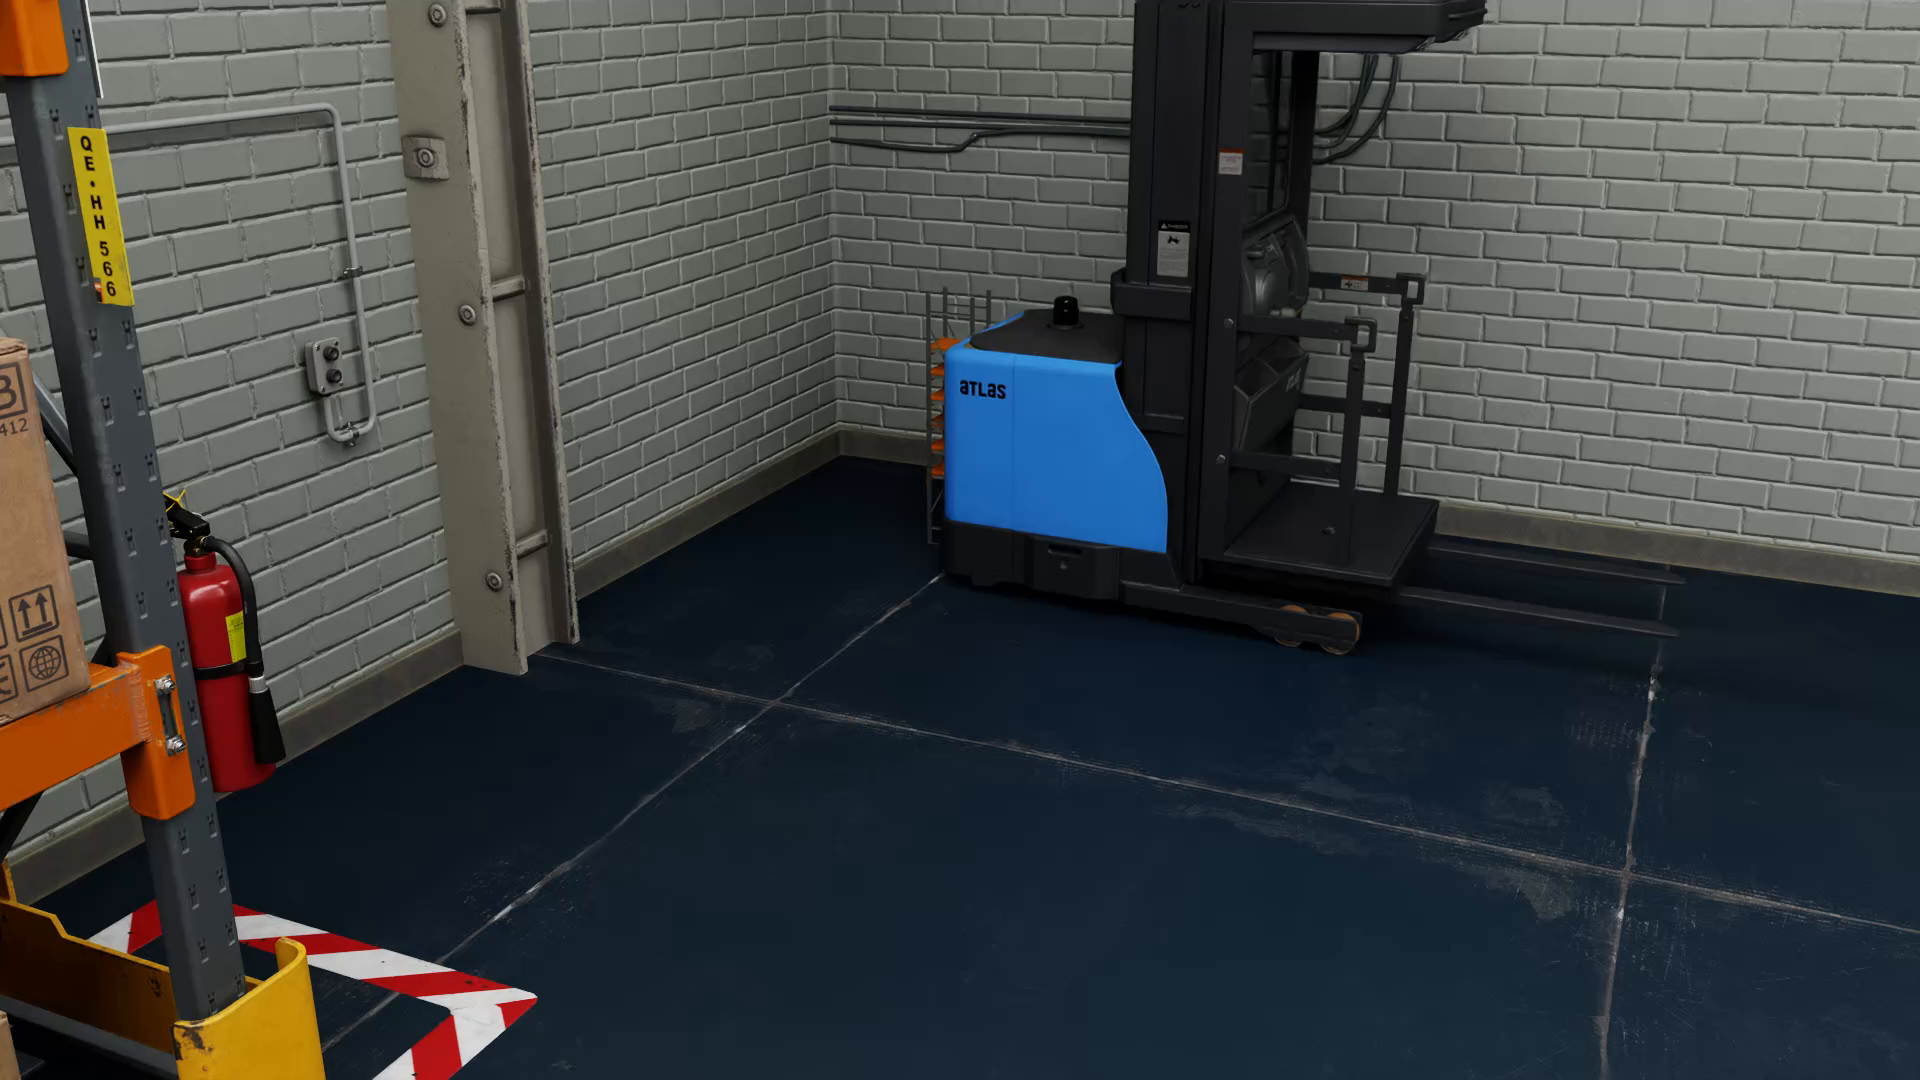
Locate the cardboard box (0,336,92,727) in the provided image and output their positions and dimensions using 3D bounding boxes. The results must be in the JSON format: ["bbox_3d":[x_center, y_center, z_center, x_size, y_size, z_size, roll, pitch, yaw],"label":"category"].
[{"bbox_3d":[-2.292,-0.006,3.062,0.980,0.700,0.700,10,22,25],"label":"cardboard box"}]

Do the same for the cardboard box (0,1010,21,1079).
[{"bbox_3d":[-2.287,1.186,3.262,0.700,0.500,0.500,9,21,23],"label":"cardboard box"}]

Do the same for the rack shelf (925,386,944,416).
[{"bbox_3d":[-0.007,-0.632,7.730,0.258,0.103,0.180,9,21,23],"label":"rack shelf"}]

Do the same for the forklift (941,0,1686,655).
[{"bbox_3d":[1.477,-1.124,6.755,3.031,2.935,1.130,9,21,23],"label":"forklift"}]

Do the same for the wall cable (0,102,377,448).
[{"bbox_3d":[-2.431,-1.022,4.850,0.084,1.984,1.851,9,21,23],"label":"wall cable"}]

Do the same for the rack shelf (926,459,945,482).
[{"bbox_3d":[-0.007,-0.293,7.851,0.258,0.103,0.180,9,21,23],"label":"rack shelf"}]

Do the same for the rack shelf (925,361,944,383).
[{"bbox_3d":[-0.007,-0.745,7.690,0.258,0.103,0.180,9,21,23],"label":"rack shelf"}]

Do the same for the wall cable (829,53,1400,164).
[{"bbox_3d":[0.550,-3.066,7.793,3.097,2.526,0.112,9,21,23],"label":"wall cable"}]

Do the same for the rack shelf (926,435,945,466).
[{"bbox_3d":[-0.007,-0.406,7.811,0.258,0.103,0.180,9,21,23],"label":"rack shelf"}]

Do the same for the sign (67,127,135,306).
[{"bbox_3d":[-1.603,-0.600,3.099,0.100,0.325,0.005,9,21,23],"label":"sign"}]

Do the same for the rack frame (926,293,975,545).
[{"bbox_3d":[-0.044,-0.533,7.677,0.240,1.200,0.006,9,21,23],"label":"rack frame"}]

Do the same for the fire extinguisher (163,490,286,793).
[{"bbox_3d":[-1.609,0.207,3.581,0.296,0.674,0.183,9,21,23],"label":"fire extinguisher"}]

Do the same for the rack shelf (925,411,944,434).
[{"bbox_3d":[-0.007,-0.519,7.770,0.258,0.103,0.180,9,21,23],"label":"rack shelf"}]

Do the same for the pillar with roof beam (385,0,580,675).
[{"bbox_3d":[2.152,-3.202,3.543,9.100,9.000,0.400,9,21,23],"label":"pillar with roof beam"}]

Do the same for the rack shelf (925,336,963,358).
[{"bbox_3d":[-0.007,-0.858,7.650,0.258,0.103,0.180,9,21,23],"label":"rack shelf"}]

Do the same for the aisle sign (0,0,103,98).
[{"bbox_3d":[-1.789,-1.228,3.065,0.394,0.787,0.004,9,21,23],"label":"aisle sign"}]

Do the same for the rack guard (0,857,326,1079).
[{"bbox_3d":[-2.082,1.148,3.994,1.175,0.500,0.348,9,21,23],"label":"rack guard"}]

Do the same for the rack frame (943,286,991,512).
[{"bbox_3d":[0.031,-0.589,7.834,0.240,1.200,0.006,9,21,23],"label":"rack frame"}]

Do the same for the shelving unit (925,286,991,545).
[{"bbox_3d":[-0.007,-0.561,7.756,0.258,1.200,0.189,9,21,23],"label":"shelving unit"}]

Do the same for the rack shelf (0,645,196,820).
[{"bbox_3d":[-2.911,0.928,1.956,1.077,0.370,4.000,9,21,23],"label":"rack shelf"}]

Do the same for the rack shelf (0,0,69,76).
[{"bbox_3d":[-2.911,-0.485,1.453,1.077,0.370,4.000,9,21,23],"label":"rack shelf"}]
